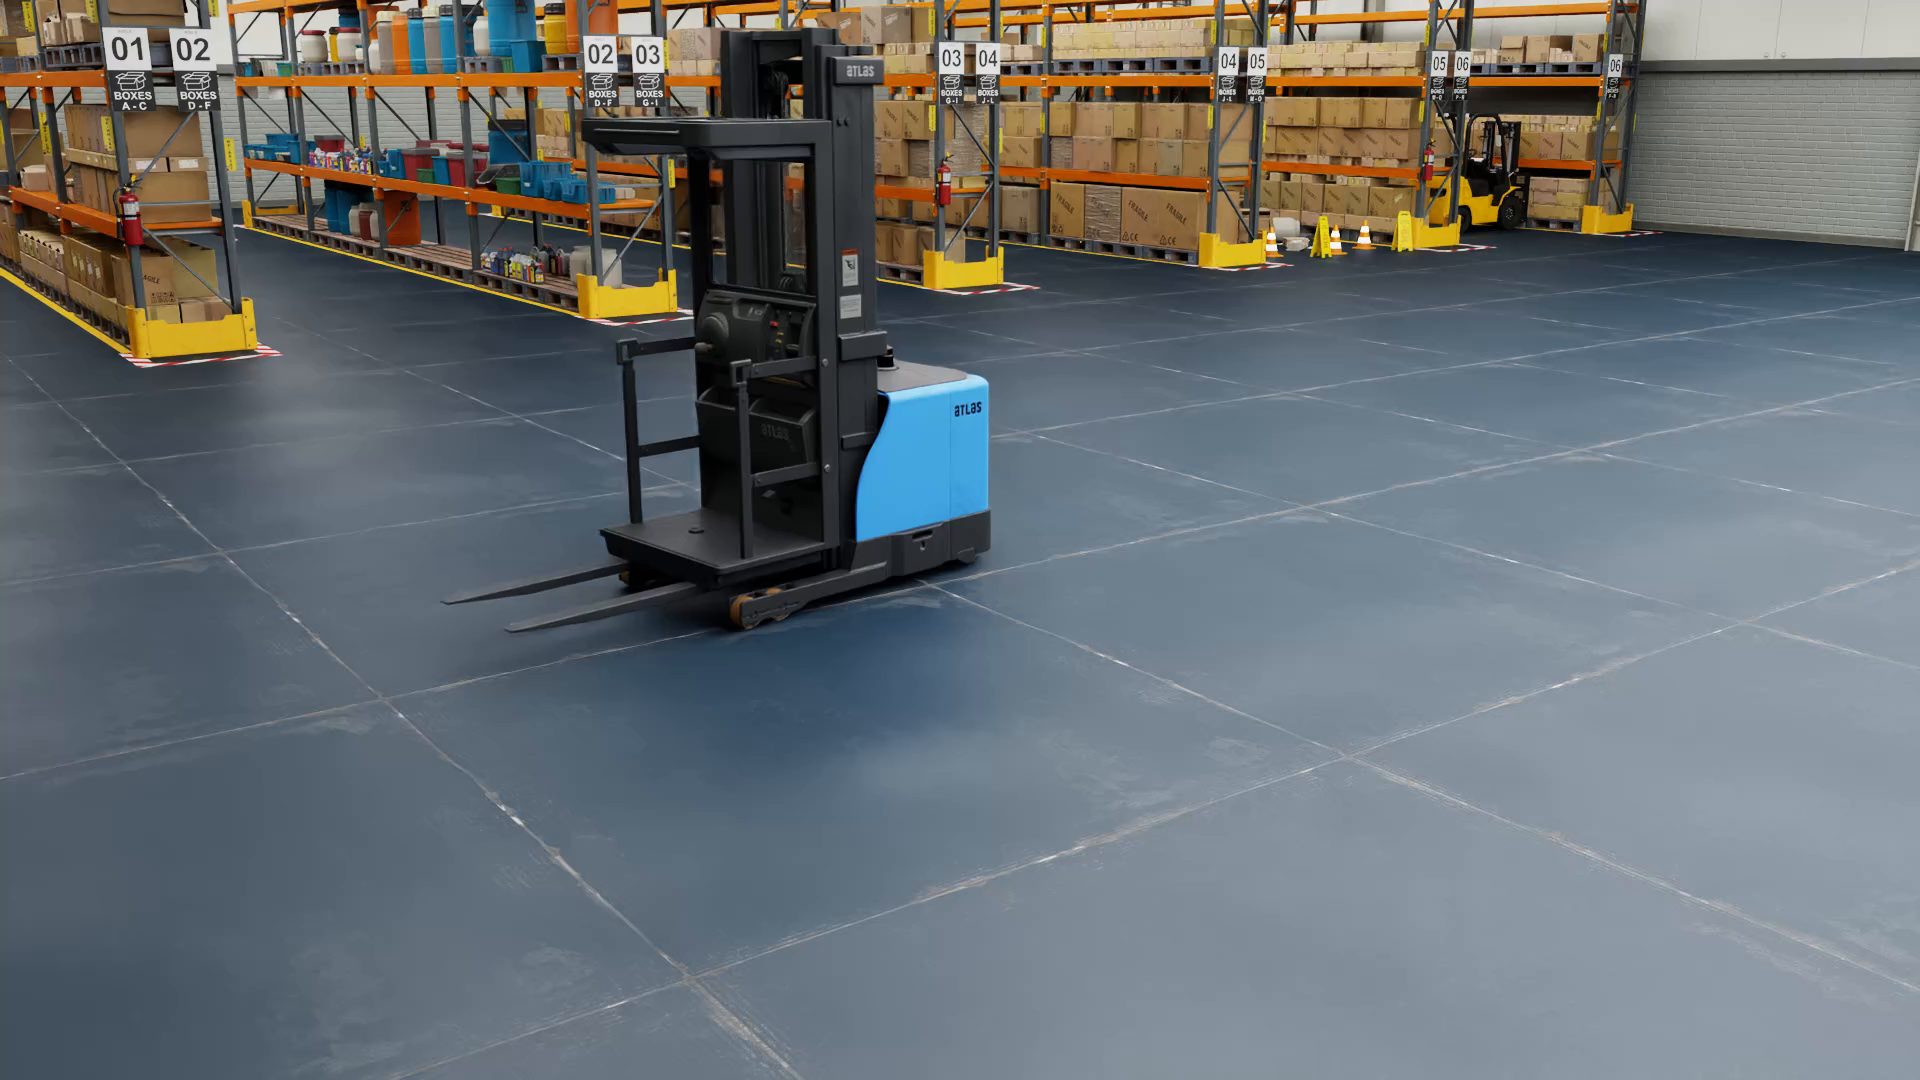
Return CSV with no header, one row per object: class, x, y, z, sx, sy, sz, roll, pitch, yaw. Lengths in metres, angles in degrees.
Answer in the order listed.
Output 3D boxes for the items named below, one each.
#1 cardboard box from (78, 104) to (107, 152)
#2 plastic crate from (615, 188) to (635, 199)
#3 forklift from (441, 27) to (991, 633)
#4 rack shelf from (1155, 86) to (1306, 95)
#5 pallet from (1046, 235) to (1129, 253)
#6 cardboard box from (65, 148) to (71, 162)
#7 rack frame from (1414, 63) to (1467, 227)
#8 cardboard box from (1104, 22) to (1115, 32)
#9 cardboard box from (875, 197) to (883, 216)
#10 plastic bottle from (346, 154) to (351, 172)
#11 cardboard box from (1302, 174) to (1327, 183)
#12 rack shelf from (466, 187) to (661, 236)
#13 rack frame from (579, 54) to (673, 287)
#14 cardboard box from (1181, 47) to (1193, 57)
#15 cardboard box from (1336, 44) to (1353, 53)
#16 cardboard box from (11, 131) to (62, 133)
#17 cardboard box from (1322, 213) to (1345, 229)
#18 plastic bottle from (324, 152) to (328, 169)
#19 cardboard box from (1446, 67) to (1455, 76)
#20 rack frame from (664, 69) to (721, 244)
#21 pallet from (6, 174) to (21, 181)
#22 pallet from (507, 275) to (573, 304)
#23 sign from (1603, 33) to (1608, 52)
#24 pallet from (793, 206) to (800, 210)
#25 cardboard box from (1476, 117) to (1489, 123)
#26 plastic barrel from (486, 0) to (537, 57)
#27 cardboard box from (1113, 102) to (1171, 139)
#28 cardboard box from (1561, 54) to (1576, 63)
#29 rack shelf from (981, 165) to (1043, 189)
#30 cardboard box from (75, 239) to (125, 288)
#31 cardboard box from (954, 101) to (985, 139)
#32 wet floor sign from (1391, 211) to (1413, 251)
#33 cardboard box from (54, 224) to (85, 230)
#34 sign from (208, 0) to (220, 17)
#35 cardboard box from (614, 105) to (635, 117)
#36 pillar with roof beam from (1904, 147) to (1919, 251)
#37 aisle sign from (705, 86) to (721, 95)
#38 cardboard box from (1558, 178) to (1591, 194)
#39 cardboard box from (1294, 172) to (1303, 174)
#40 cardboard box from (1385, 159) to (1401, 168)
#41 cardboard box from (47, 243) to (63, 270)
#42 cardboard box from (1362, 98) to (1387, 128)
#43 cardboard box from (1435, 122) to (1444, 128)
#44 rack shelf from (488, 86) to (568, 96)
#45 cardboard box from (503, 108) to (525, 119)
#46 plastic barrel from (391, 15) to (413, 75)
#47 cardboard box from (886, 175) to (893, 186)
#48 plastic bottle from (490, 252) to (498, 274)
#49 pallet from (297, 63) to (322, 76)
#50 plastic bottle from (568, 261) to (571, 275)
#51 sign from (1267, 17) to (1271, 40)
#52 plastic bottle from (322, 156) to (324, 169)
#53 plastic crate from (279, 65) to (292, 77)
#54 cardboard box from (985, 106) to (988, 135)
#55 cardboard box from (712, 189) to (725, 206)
cardboard box,-9.413,-4.620,18.629,0.700,0.500,0.500,-11,19,-35
plastic crate,-4.176,-4.283,20.541,0.298,0.136,0.250,-11,19,-35
forklift,-1.229,-1.117,8.607,3.031,2.935,1.130,-14,21,-42
rack shelf,6.246,-10.482,38.374,1.077,0.370,4.000,-11,19,-35
pallet,2.200,-5.021,28.020,1.003,0.211,1.213,-11,19,-35
cardboard box,-10.269,-4.529,19.522,0.380,0.149,0.250,-11,19,-35
rack frame,8.112,-6.476,28.055,1.000,3.000,0.127,-11,19,-35
cardboard box,2.504,-8.099,26.284,0.380,0.149,0.250,-11,19,-35
cardboard box,-1.437,-6.603,32.457,0.500,0.500,0.500,-10,18,-32
plastic bottle,-9.869,-6.085,26.848,0.061,0.283,0.133,-11,19,-35
cardboard box,6.378,-6.511,29.945,0.380,0.149,0.250,-10,18,-31
rack shelf,-5.086,-4.249,21.281,1.077,0.370,4.000,-11,19,-35
rack frame,-3.910,-4.169,19.626,1.000,3.000,0.127,-11,19,-35
cardboard box,3.551,-7.335,25.002,0.380,0.149,0.250,-11,19,-34
cardboard box,6.746,-8.535,28.861,0.380,0.149,0.250,-10,18,-33
cardboard box,-13.467,-5.702,24.242,0.700,0.500,0.500,-7,17,-24
cardboard box,6.809,-5.706,29.654,0.500,0.250,0.500,-12,19,-37
plastic bottle,-10.573,-6.341,27.783,0.061,0.283,0.133,-11,19,-35
cardboard box,8.180,-7.923,28.135,0.380,0.149,0.250,-11,19,-34
rack frame,-4.607,-6.646,28.676,1.000,3.000,0.127,-11,19,-35
pallet,-13.770,-5.431,24.601,1.003,0.211,1.213,-11,19,-35
pallet,-5.179,-3.268,21.615,1.003,0.211,1.213,-11,19,-35
sign,11.678,-9.002,30.074,0.100,0.325,0.005,-11,19,-35
pallet,-3.311,-7.041,35.403,1.003,0.211,1.213,-11,19,-35
cardboard box,10.348,-8.275,32.646,0.380,0.149,0.250,-11,19,-35
plastic barrel,-5.763,-6.685,21.392,0.600,0.901,0.708,-11,19,-35
cardboard box,2.947,-6.701,26.548,0.875,0.550,0.500,-11,19,-35
cardboard box,11.392,-8.953,30.916,0.380,0.149,0.250,-12,19,-36
rack shelf,0.640,-6.620,29.945,1.077,0.370,4.000,-11,19,-35
cardboard box,-9.663,-3.132,18.830,0.500,0.500,0.500,-11,19,-35
cardboard box,-0.007,-5.771,22.834,0.500,0.500,0.500,-11,19,-35
wet floor sign,7.359,-5.134,27.611,0.267,0.644,0.232,-4,16,-15
cardboard box,-12.659,-4.257,23.850,0.500,0.500,0.500,-10,18,-32
sign,-7.466,-5.392,16.608,0.100,0.325,0.005,-11,19,-35
cardboard box,-5.805,-7.619,30.140,0.797,0.503,0.637,-10,18,-33
pillar with roof beam,12.490,-8.480,24.013,9.100,9.000,0.400,-11,19,-35
aisle sign,-5.525,-10.326,37.196,0.394,0.787,0.004,-11,19,-35
cardboard box,11.602,-6.656,31.231,0.500,0.250,0.500,-10,18,-33
cardboard box,7.777,-7.877,36.878,0.875,0.625,0.625,-10,18,-33
cardboard box,7.481,-6.438,28.393,0.380,0.149,0.250,-11,19,-35
cardboard box,-11.052,-3.554,20.730,0.500,0.311,0.500,-10,18,-33
cardboard box,7.344,-7.334,28.544,0.700,0.500,0.500,-11,19,-34
cardboard box,9.748,-8.354,33.497,0.380,0.149,0.250,-11,19,-35
rack shelf,-8.135,-9.027,33.056,1.077,0.370,4.000,-11,19,-35
cardboard box,-8.953,-8.536,33.882,0.500,0.500,0.500,-11,19,-36
plastic barrel,-7.922,-7.182,24.141,0.600,0.830,0.708,-11,19,-35
cardboard box,-0.821,-5.060,23.357,0.380,0.149,0.250,-11,19,-35
plastic bottle,-6.217,-3.721,22.314,0.152,0.276,0.135,-10,18,-33
pallet,-10.426,-7.935,28.061,1.213,0.211,1.003,-11,19,-35
plastic bottle,-5.163,-3.627,22.112,0.097,0.201,0.097,0,15,0
sign,4.620,-7.677,24.957,0.100,0.325,0.005,-11,19,-35
plastic bottle,-10.683,-6.350,27.970,0.097,0.201,0.097,0,15,0
plastic crate,-11.459,-8.120,28.779,0.450,0.188,0.662,-11,19,-35
cardboard box,0.623,-7.501,29.718,0.700,0.500,0.500,-11,19,-35
cardboard box,-3.869,-5.764,27.935,0.500,0.250,0.500,-8,17,-28
